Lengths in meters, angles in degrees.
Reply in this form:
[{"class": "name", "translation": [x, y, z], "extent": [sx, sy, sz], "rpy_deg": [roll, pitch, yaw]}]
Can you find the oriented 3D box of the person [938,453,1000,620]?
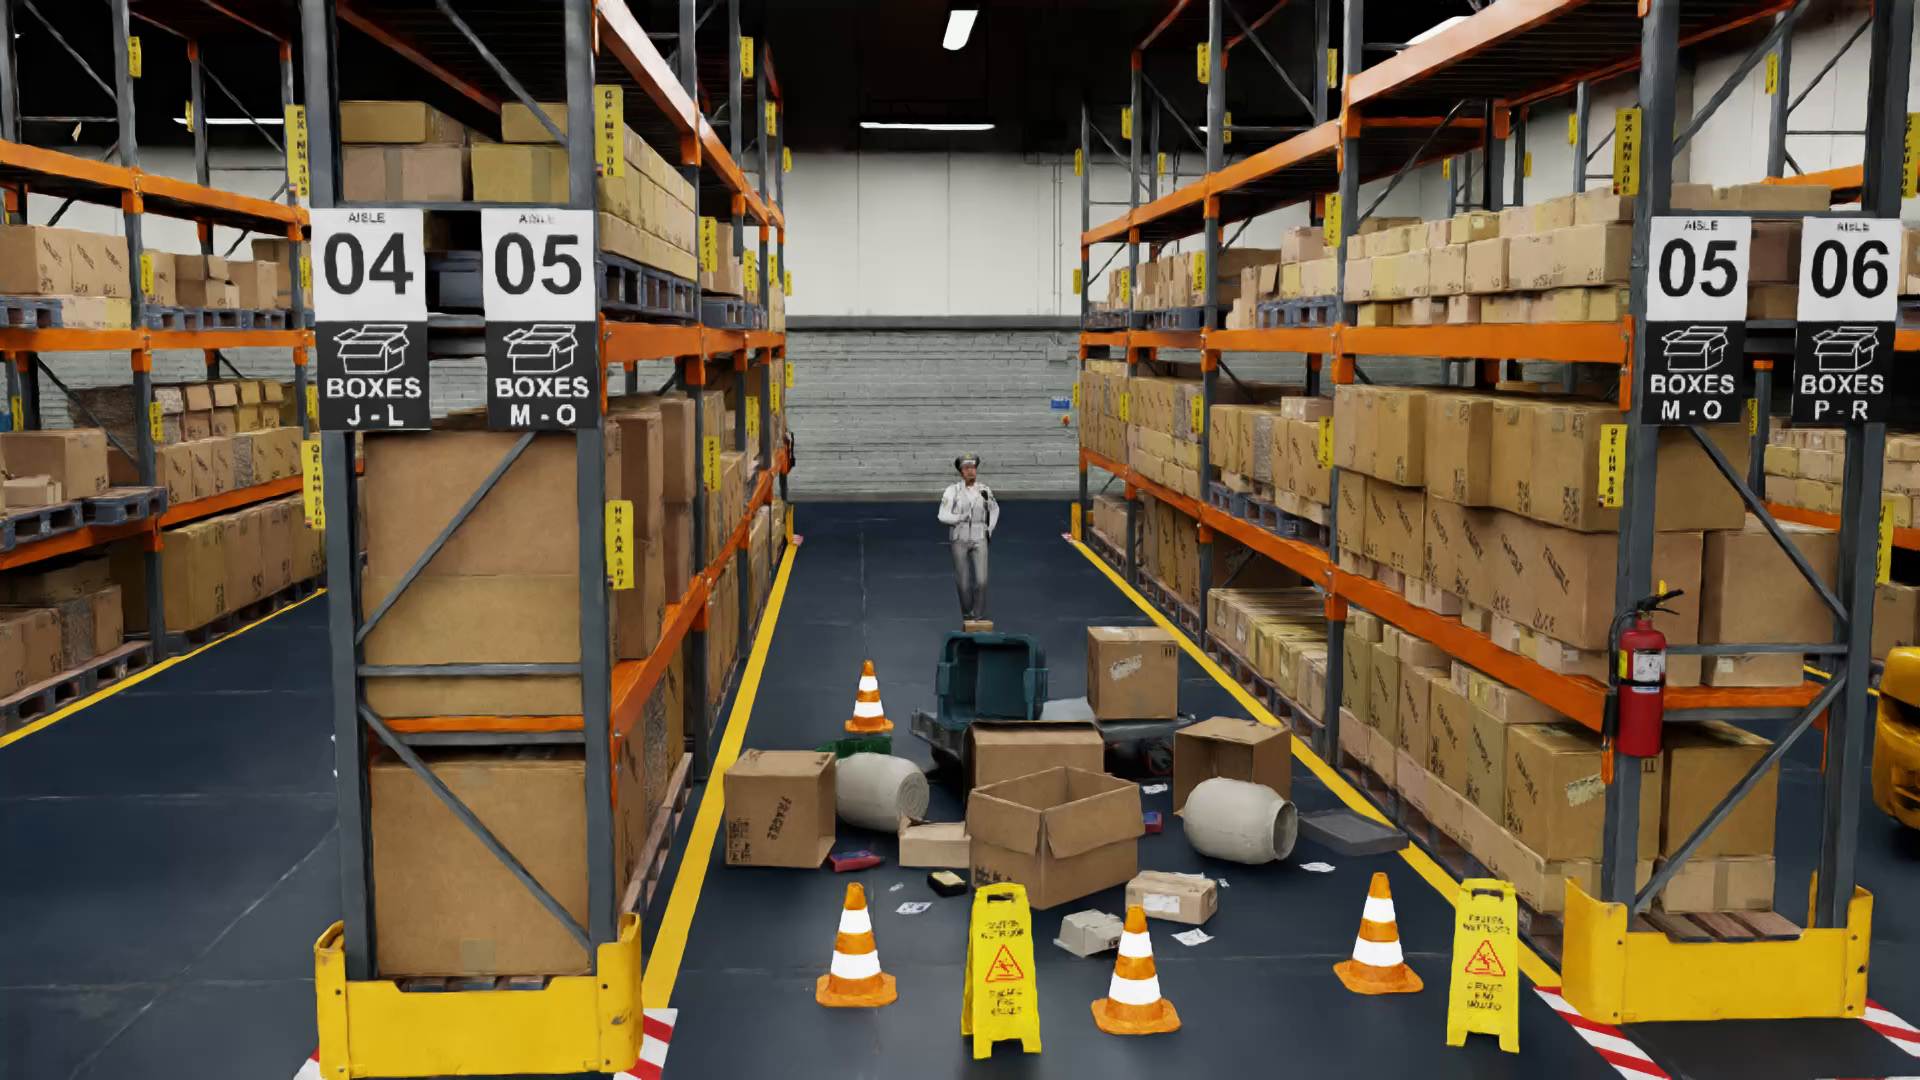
[{"class": "person", "translation": [0.095, 0.049, 15.451], "extent": [0.593, 1.715, 0.618], "rpy_deg": [0, 7, -3]}]
